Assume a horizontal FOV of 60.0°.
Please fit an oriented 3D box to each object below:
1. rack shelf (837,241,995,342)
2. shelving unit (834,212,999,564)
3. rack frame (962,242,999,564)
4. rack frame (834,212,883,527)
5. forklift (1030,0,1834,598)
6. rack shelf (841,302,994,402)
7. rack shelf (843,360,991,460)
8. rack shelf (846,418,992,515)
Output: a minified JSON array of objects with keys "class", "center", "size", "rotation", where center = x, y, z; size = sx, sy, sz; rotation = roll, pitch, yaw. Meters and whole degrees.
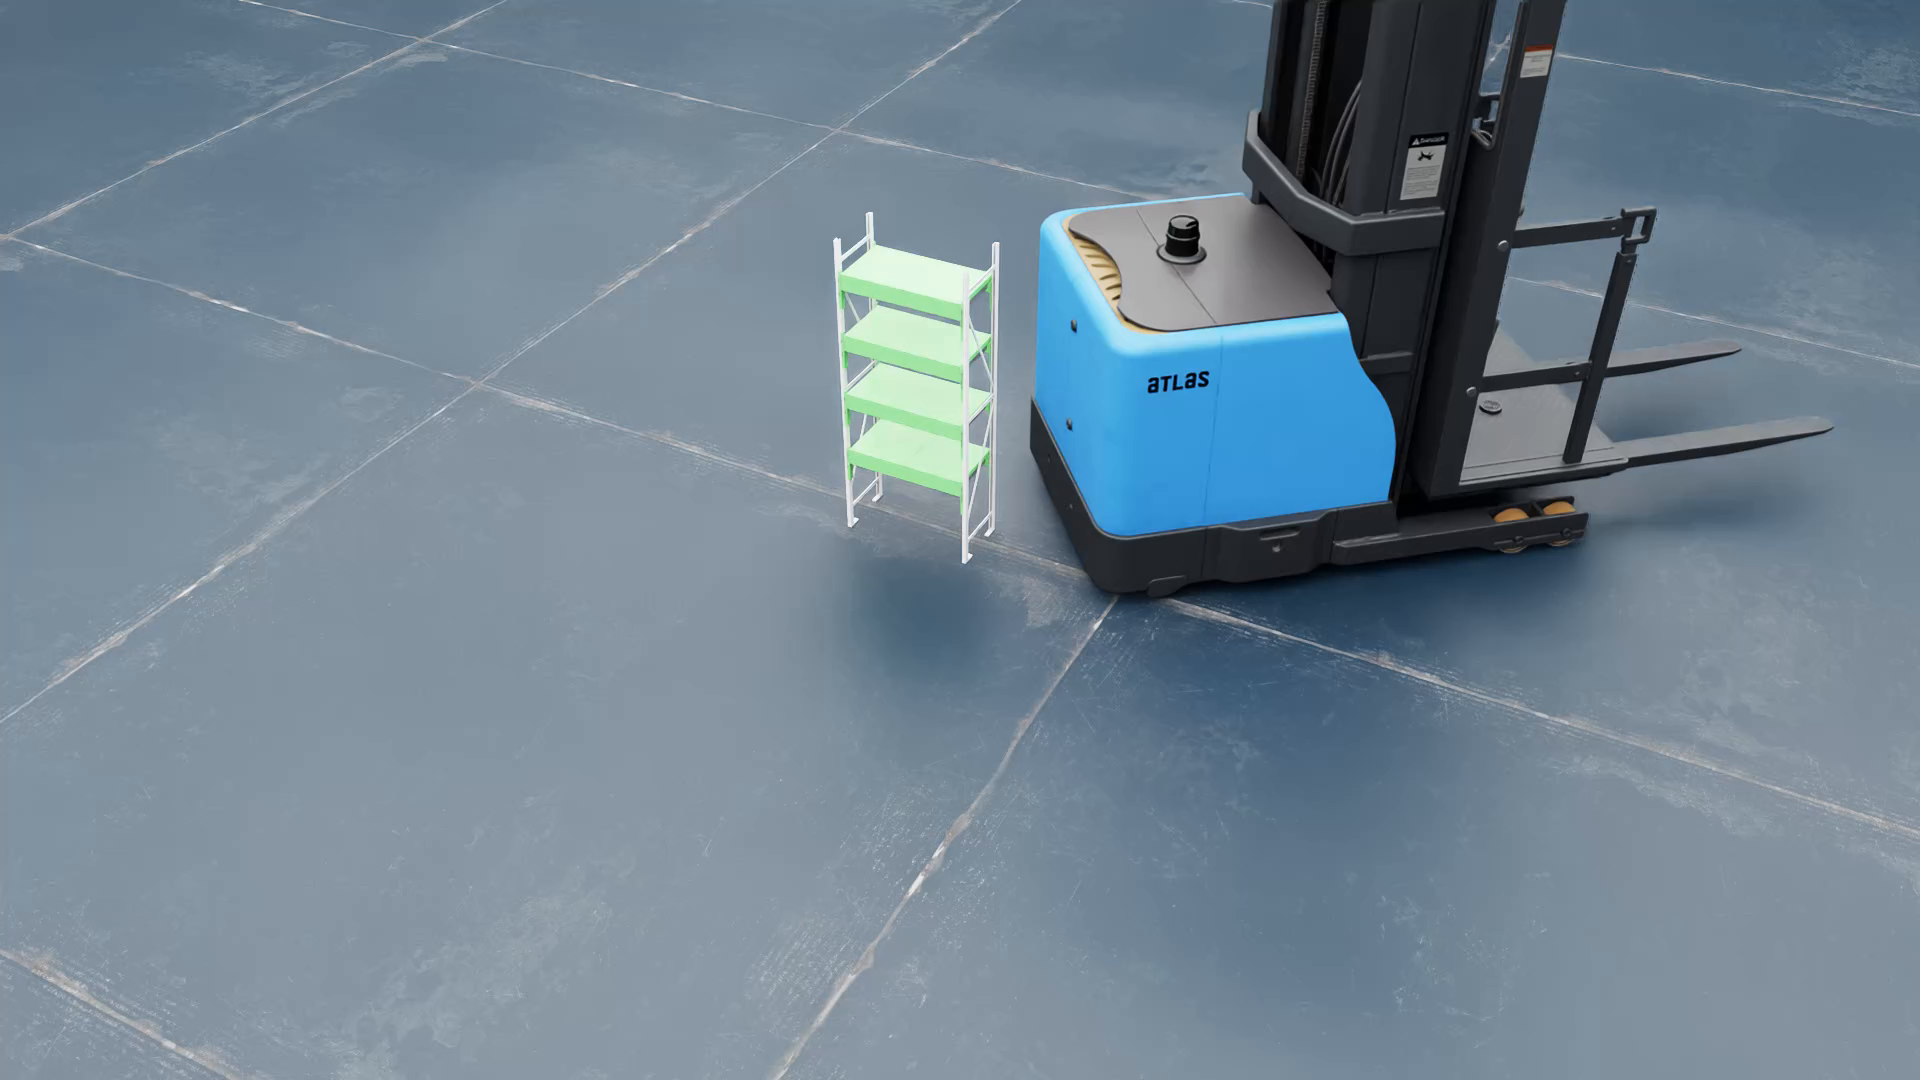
[{"class":"rack shelf","center":[-0.147,-0.855,5.696],"size":[0.480,0.148,0.258],"rotation":[17,41,21]},{"class":"shelving unit","center":[-0.147,-0.524,5.948],"size":[0.503,1.200,0.258],"rotation":[17,41,21]},{"class":"rack frame","center":[0.070,-0.456,5.858],"size":[0.015,1.200,0.240],"rotation":[17,41,21]},{"class":"rack frame","center":[-0.364,-0.592,6.037],"size":[0.015,1.200,0.240],"rotation":[17,41,21]},{"class":"forklift","center":[1.850,-1.422,5.699],"size":[3.031,2.935,1.130],"rotation":[-8,38,-10]},{"class":"rack shelf","center":[-0.147,-0.664,5.841],"size":[0.480,0.148,0.258],"rotation":[17,41,21]},{"class":"rack shelf","center":[-0.147,-0.473,5.986],"size":[0.480,0.148,0.258],"rotation":[17,41,21]},{"class":"rack shelf","center":[-0.147,-0.282,6.132],"size":[0.480,0.148,0.258],"rotation":[17,41,21]}]
